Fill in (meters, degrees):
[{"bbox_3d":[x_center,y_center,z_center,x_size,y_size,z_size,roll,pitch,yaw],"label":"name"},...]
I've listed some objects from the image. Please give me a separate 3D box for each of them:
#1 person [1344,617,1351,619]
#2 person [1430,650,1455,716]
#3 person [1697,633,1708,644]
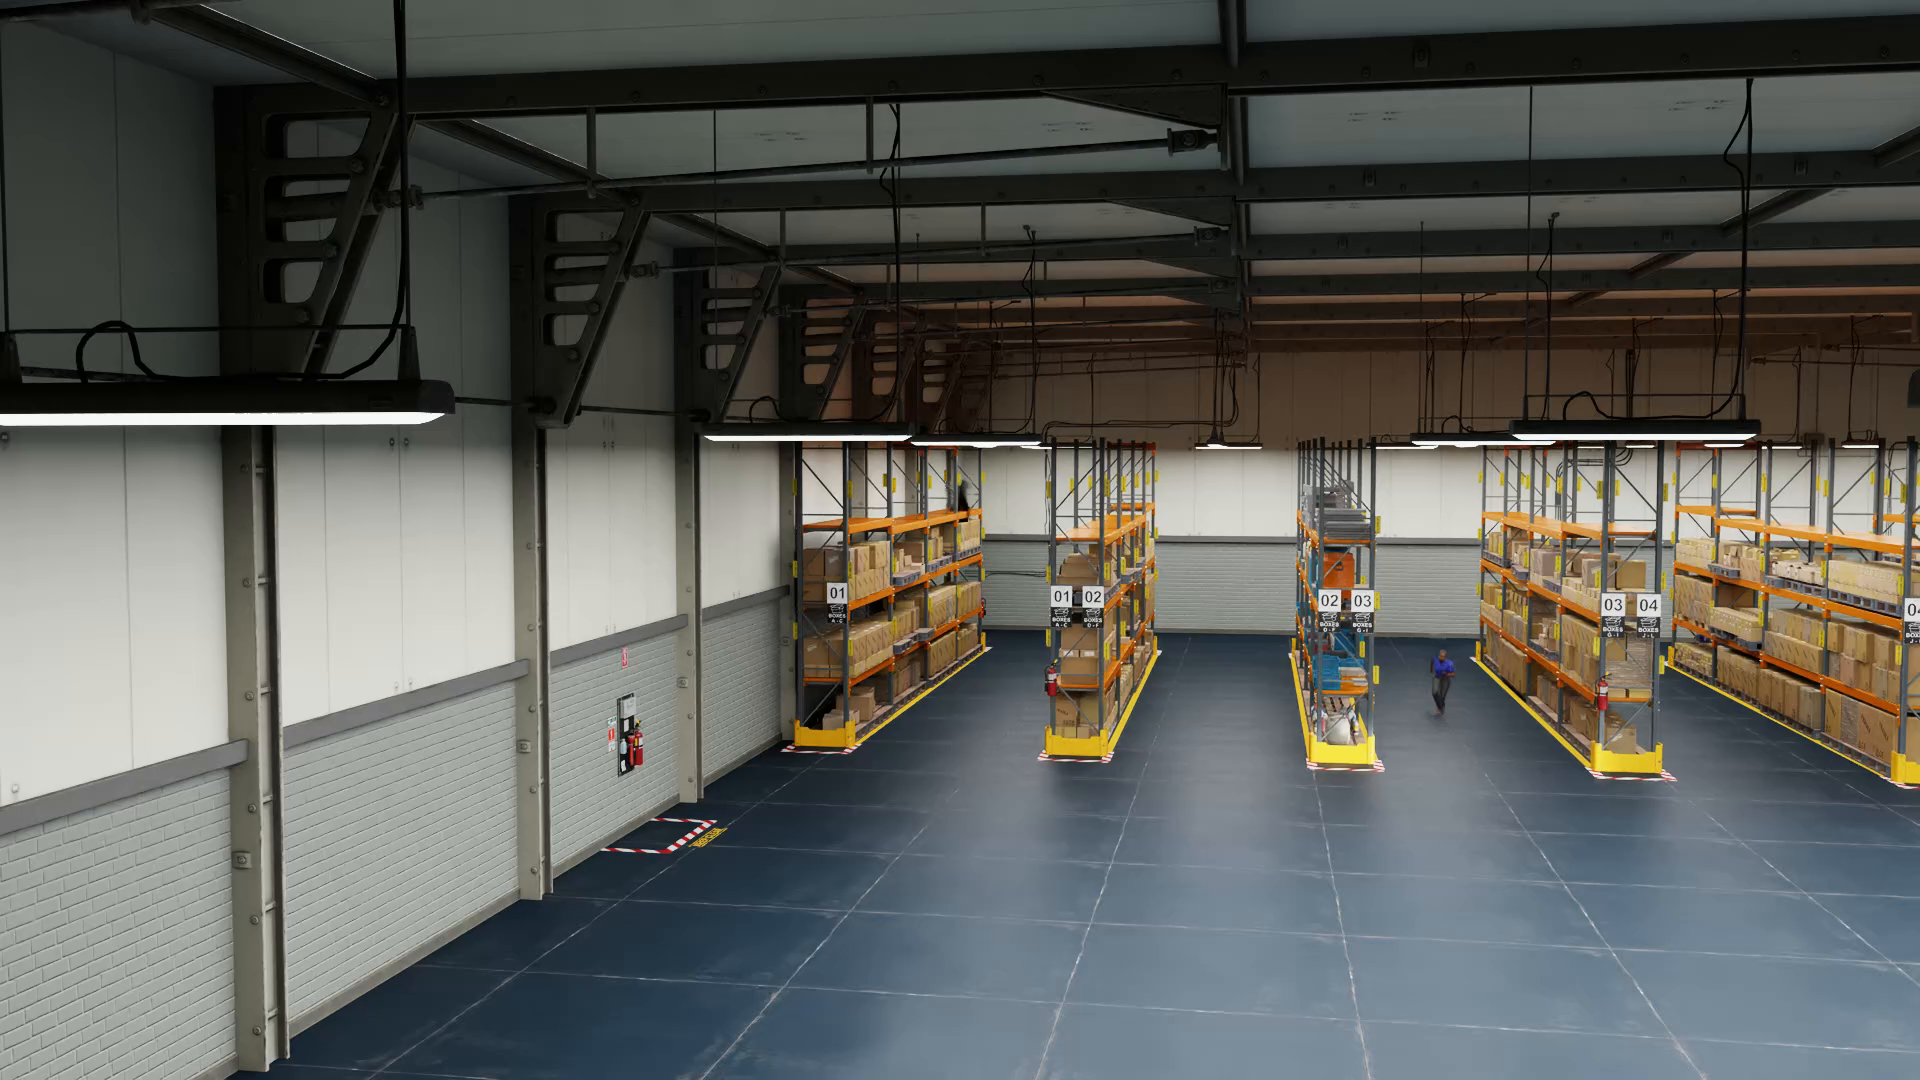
[{"bbox_3d":[11.422,2.282,49.082,0.686,1.728,0.768,-2,4,-34],"label":"person"},{"bbox_3d":[10.458,3.070,36.061,0.566,1.462,1.063,1,3,20],"label":"person"},{"bbox_3d":[20.848,2.563,46.735,0.810,1.406,0.618,-3,4,-43],"label":"person"}]
